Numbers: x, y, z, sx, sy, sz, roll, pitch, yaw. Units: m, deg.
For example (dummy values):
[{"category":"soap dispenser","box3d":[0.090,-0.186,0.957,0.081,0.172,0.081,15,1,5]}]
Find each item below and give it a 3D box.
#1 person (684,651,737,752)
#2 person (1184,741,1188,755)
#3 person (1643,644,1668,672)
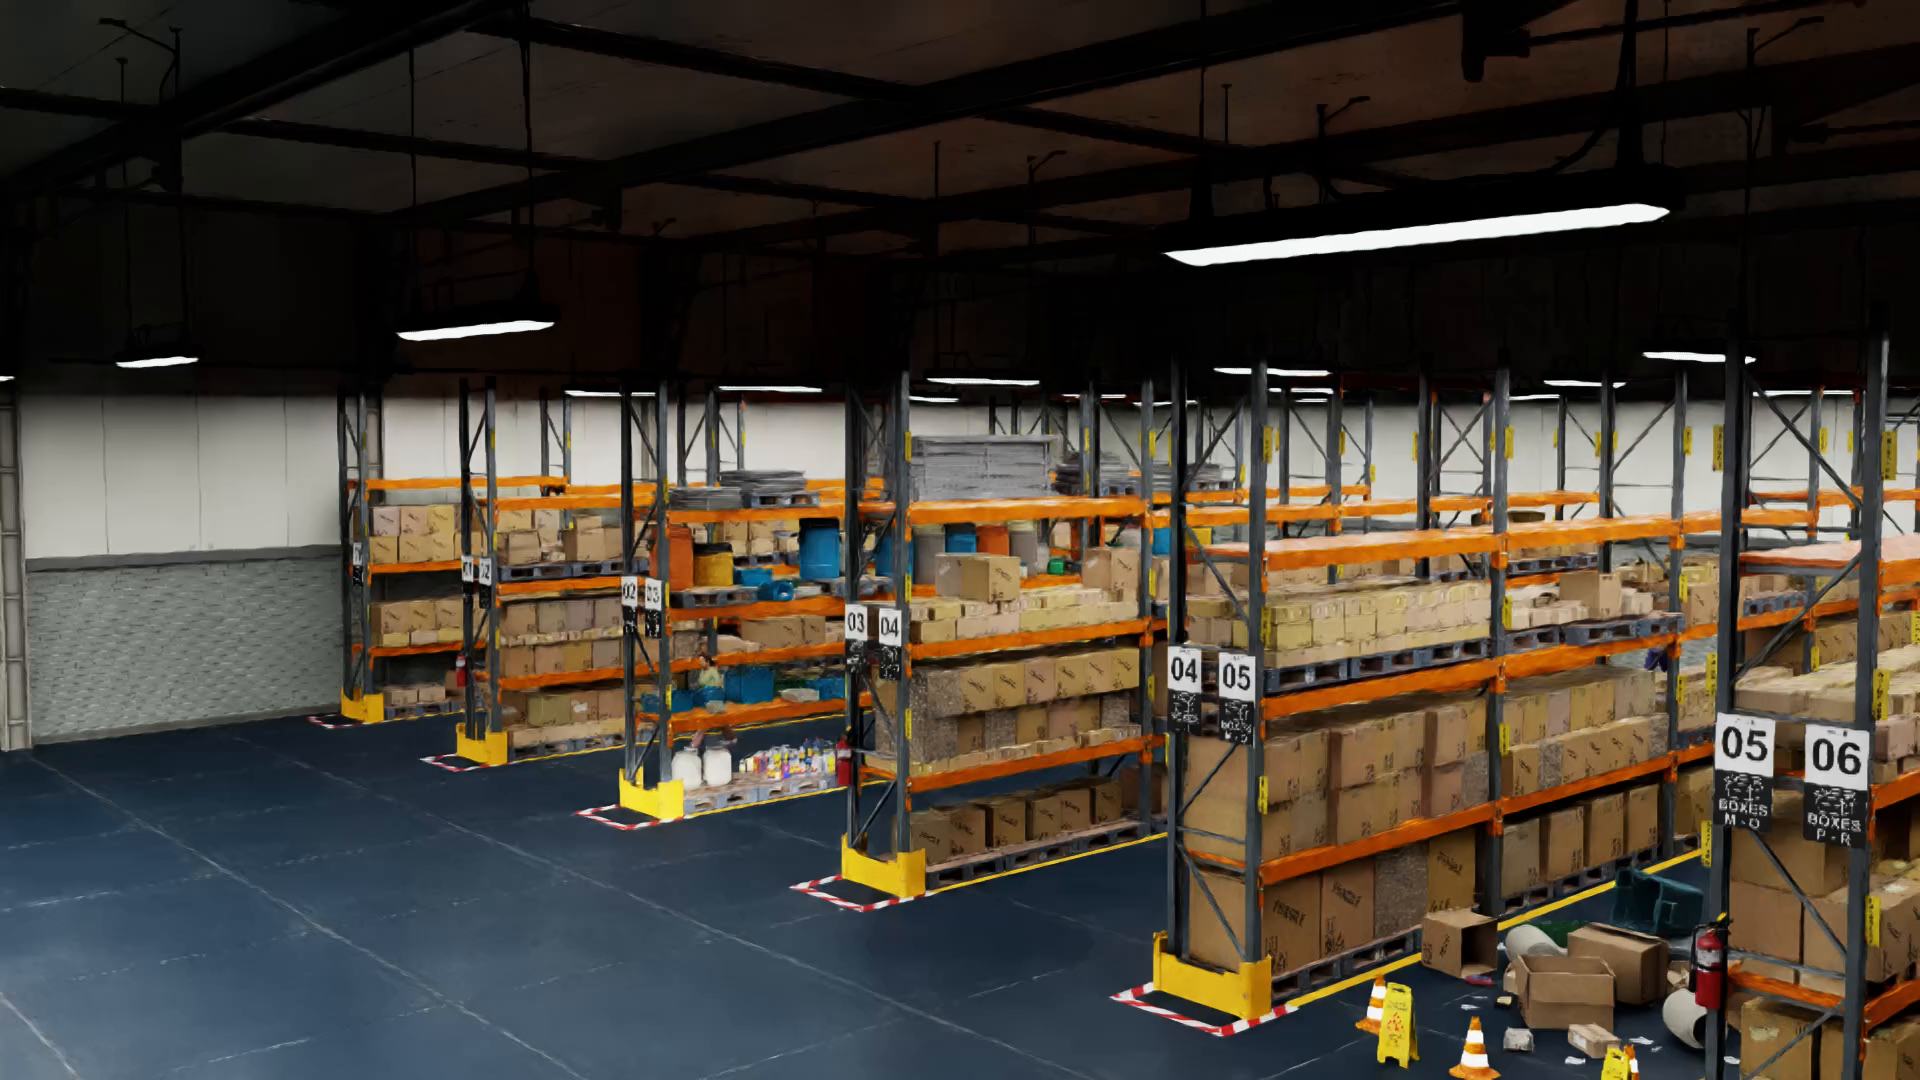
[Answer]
[{"category":"person","box3d":[-4.068,2.588,26.898,1.109,1.590,0.448,-3,5,-39]},{"category":"person","box3d":[3.478,2.637,24.716,0.664,1.785,0.581,-1,4,-17]},{"category":"person","box3d":[13.511,2.344,32.180,1.004,1.389,0.478,-2,4,-32]}]
